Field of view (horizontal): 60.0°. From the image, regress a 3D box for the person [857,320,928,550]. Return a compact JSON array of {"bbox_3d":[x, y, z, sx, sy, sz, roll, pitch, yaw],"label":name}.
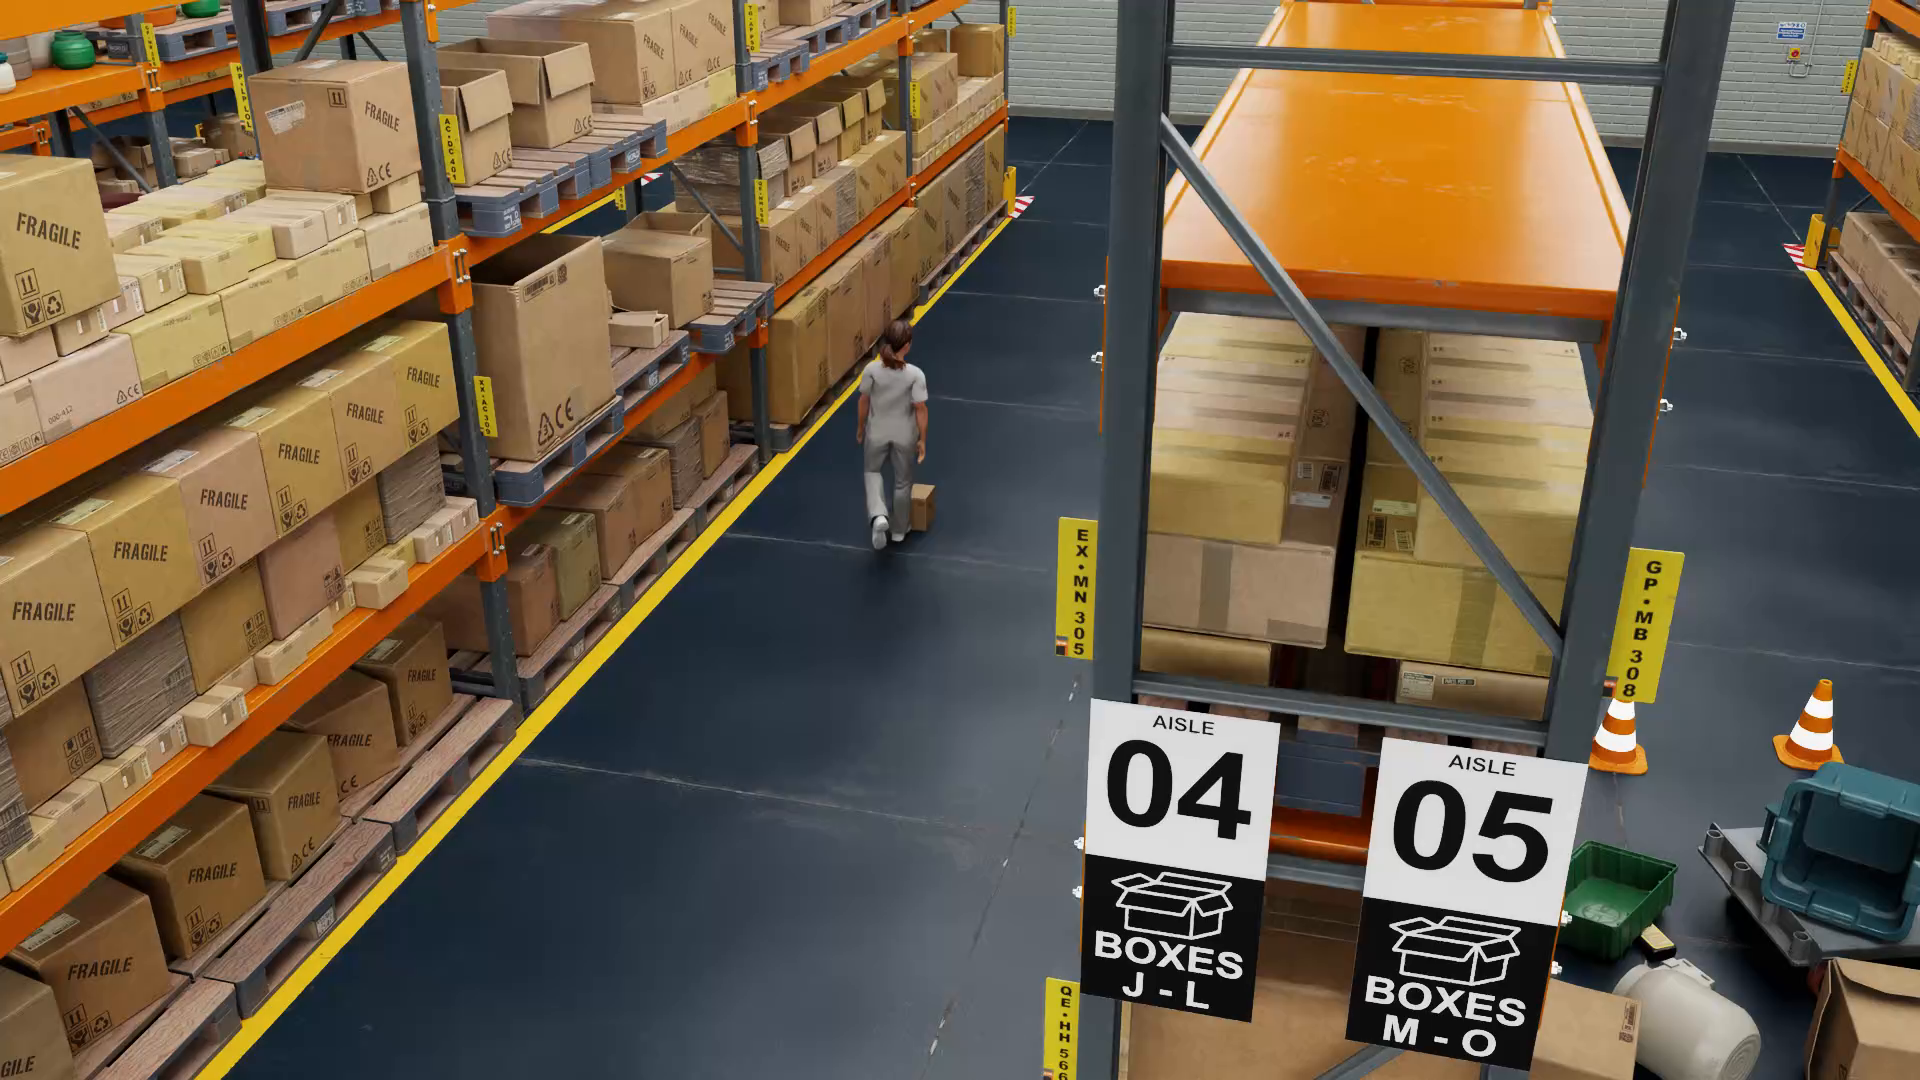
[{"bbox_3d":[-0.450,-0.715,11.195,0.506,1.657,0.692,2,25,4],"label":"person"}]
